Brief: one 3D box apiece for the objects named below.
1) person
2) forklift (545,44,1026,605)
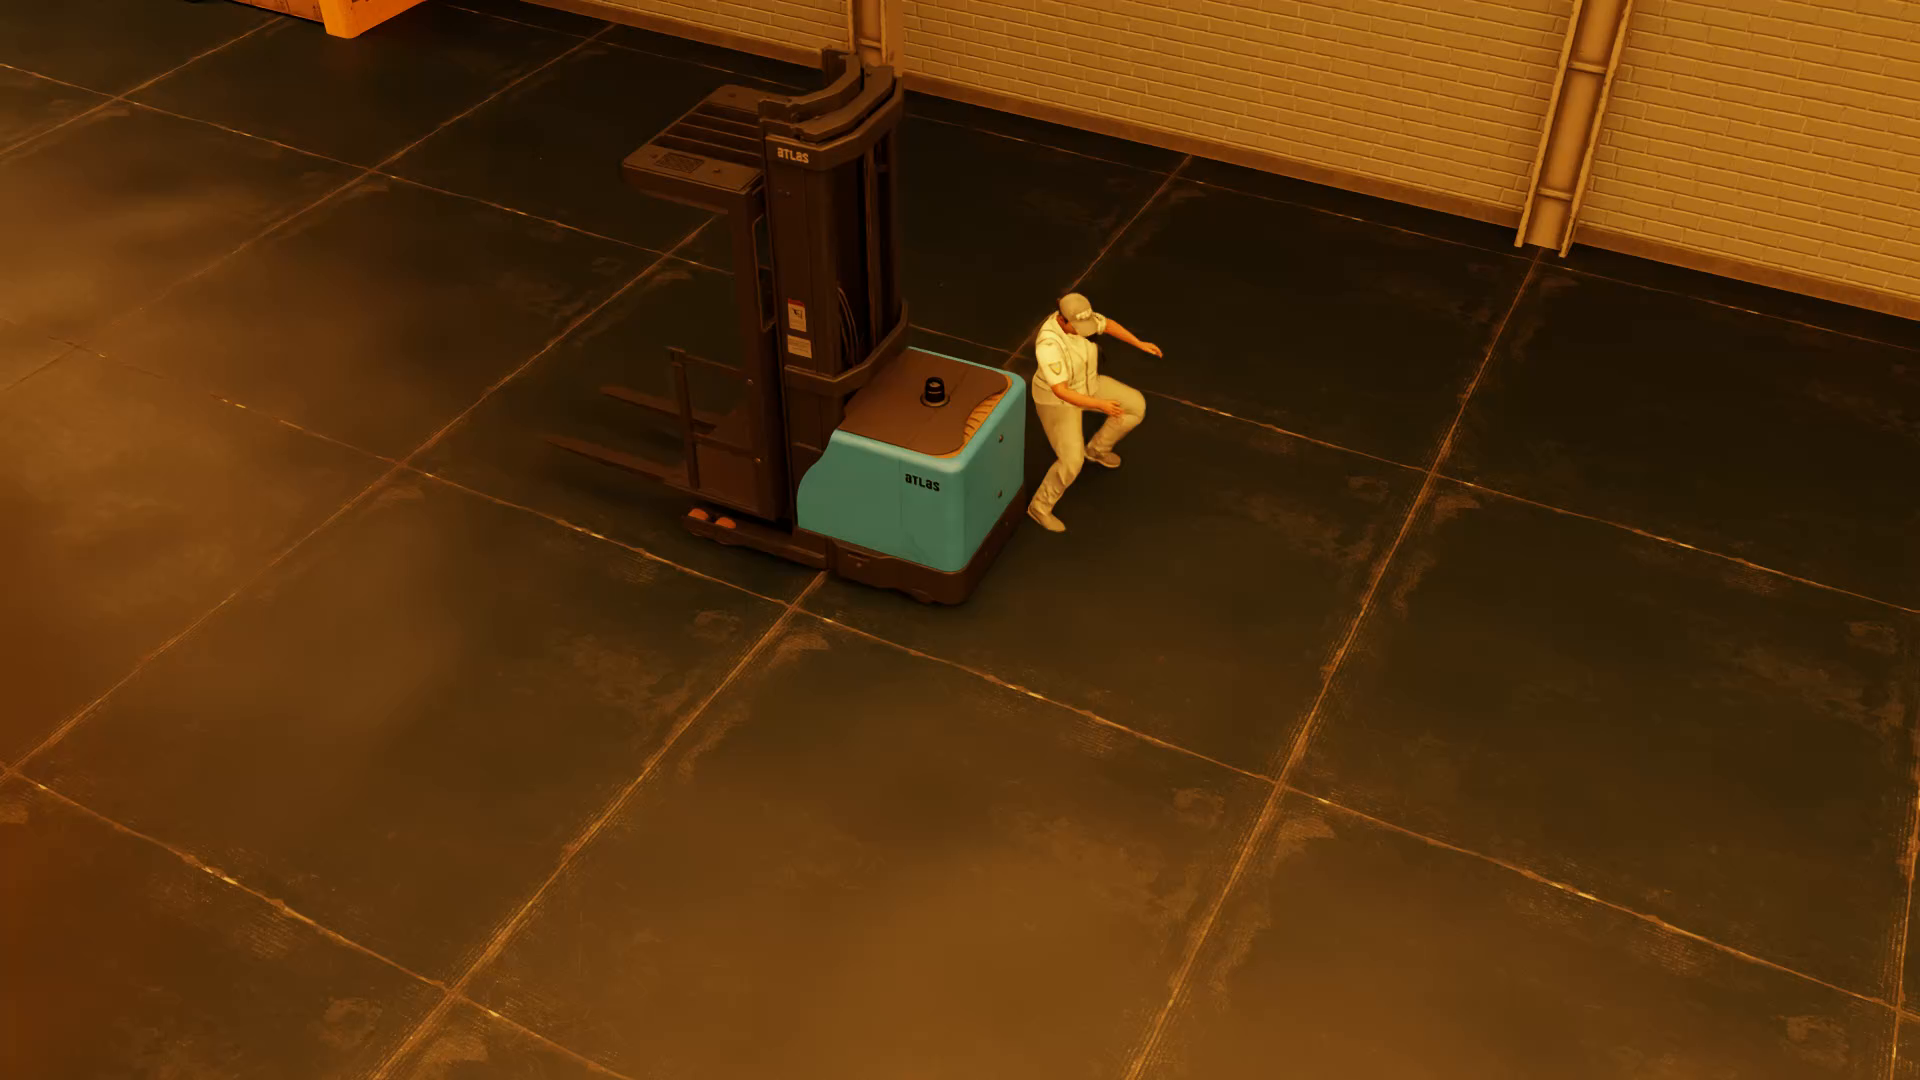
[{"bbox_3d":[0.793,-0.846,10.169,0.753,1.487,0.897,29,48,30],"label":"person"},{"bbox_3d":[-1.156,-1.383,9.629,3.031,2.935,1.130,17,43,19],"label":"forklift"}]
